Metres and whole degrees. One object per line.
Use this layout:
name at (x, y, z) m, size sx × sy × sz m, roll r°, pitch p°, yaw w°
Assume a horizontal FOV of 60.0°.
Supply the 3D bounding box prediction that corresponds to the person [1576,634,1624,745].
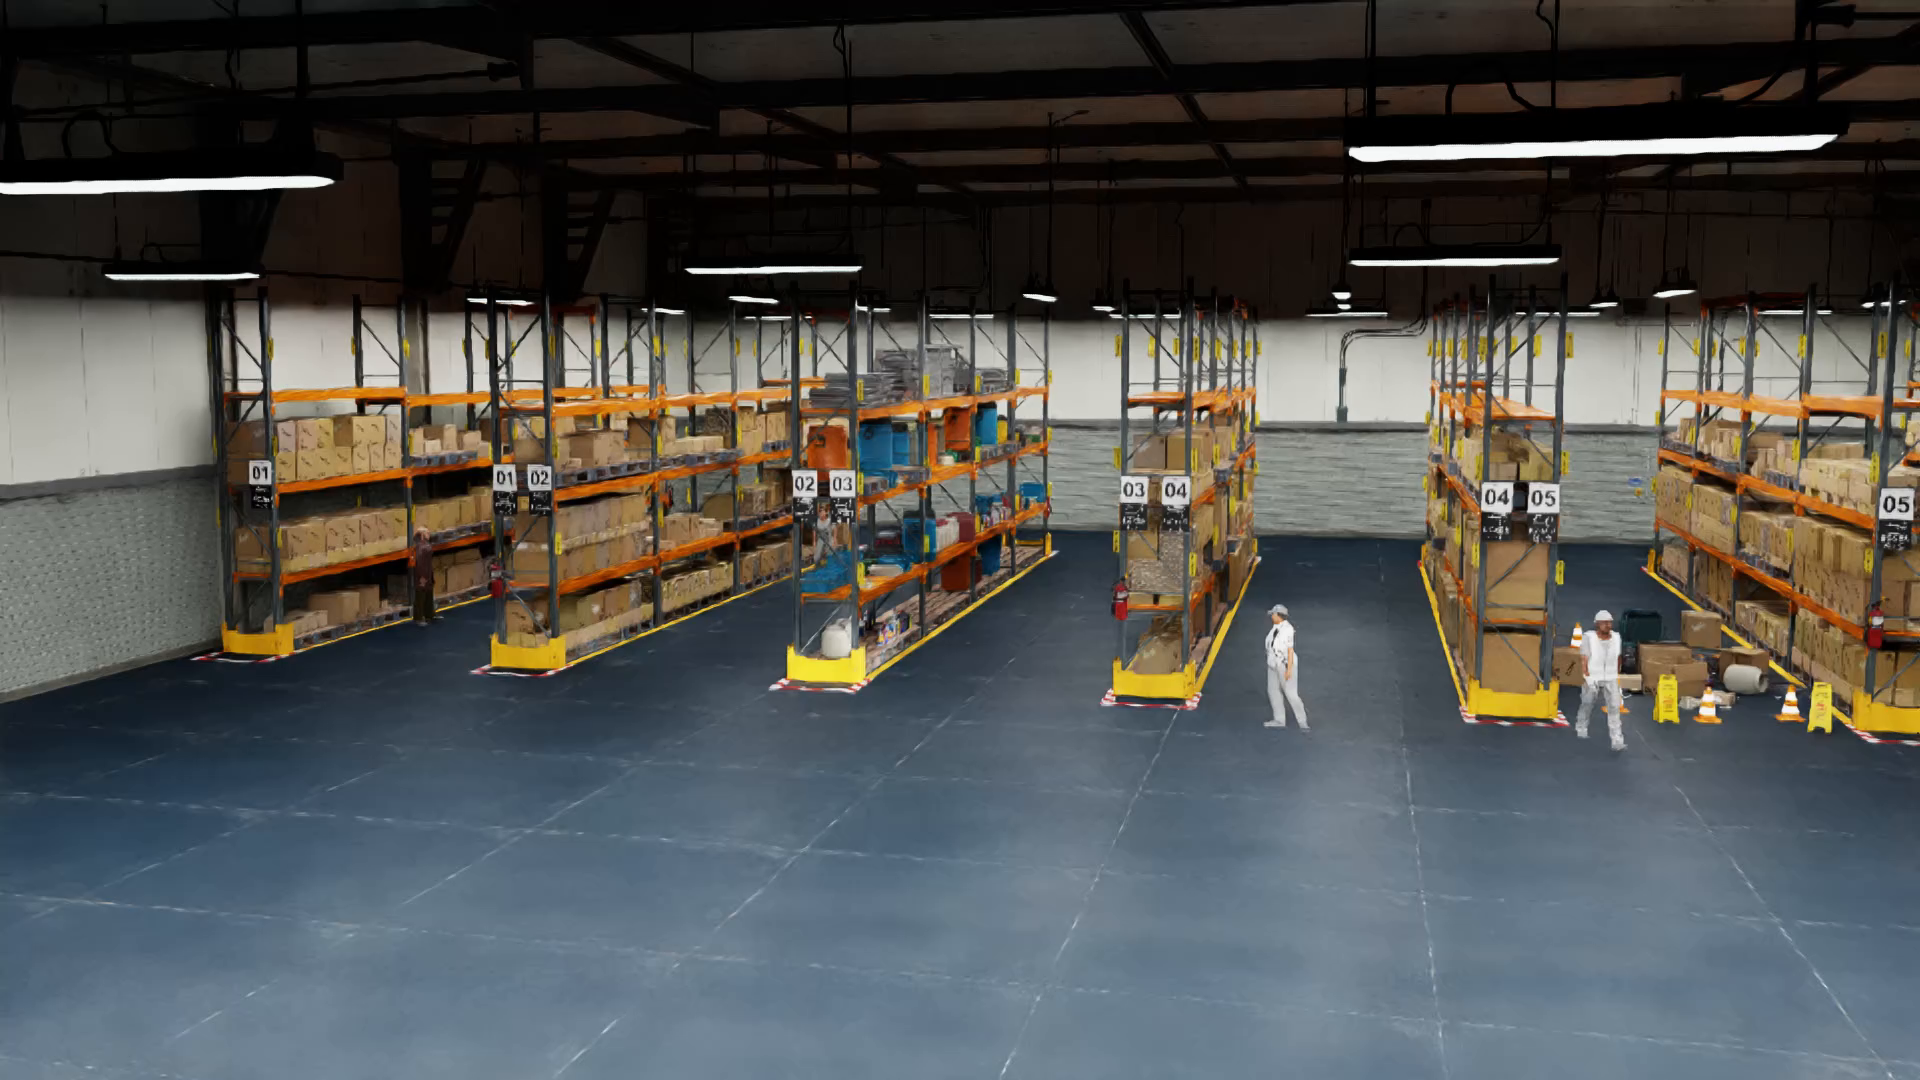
person at (8.076, 1.843, 21.043) m, size 0.550 × 1.398 × 0.855 m, roll 1°, pitch 7°, yaw 5°

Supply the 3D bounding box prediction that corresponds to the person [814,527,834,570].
person at (-2.963, 0.278, 36.166) m, size 0.453 × 1.174 × 0.465 m, roll 1°, pitch 7°, yaw 11°

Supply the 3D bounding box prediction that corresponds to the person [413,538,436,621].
person at (-9.714, 0.702, 30.086) m, size 0.377 × 1.510 × 0.652 m, roll -1°, pitch 7°, yaw -7°

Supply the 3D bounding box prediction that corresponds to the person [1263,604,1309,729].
person at (4.326, 1.673, 21.979) m, size 0.551 × 1.652 × 0.572 m, roll -2°, pitch 7°, yaw -14°
